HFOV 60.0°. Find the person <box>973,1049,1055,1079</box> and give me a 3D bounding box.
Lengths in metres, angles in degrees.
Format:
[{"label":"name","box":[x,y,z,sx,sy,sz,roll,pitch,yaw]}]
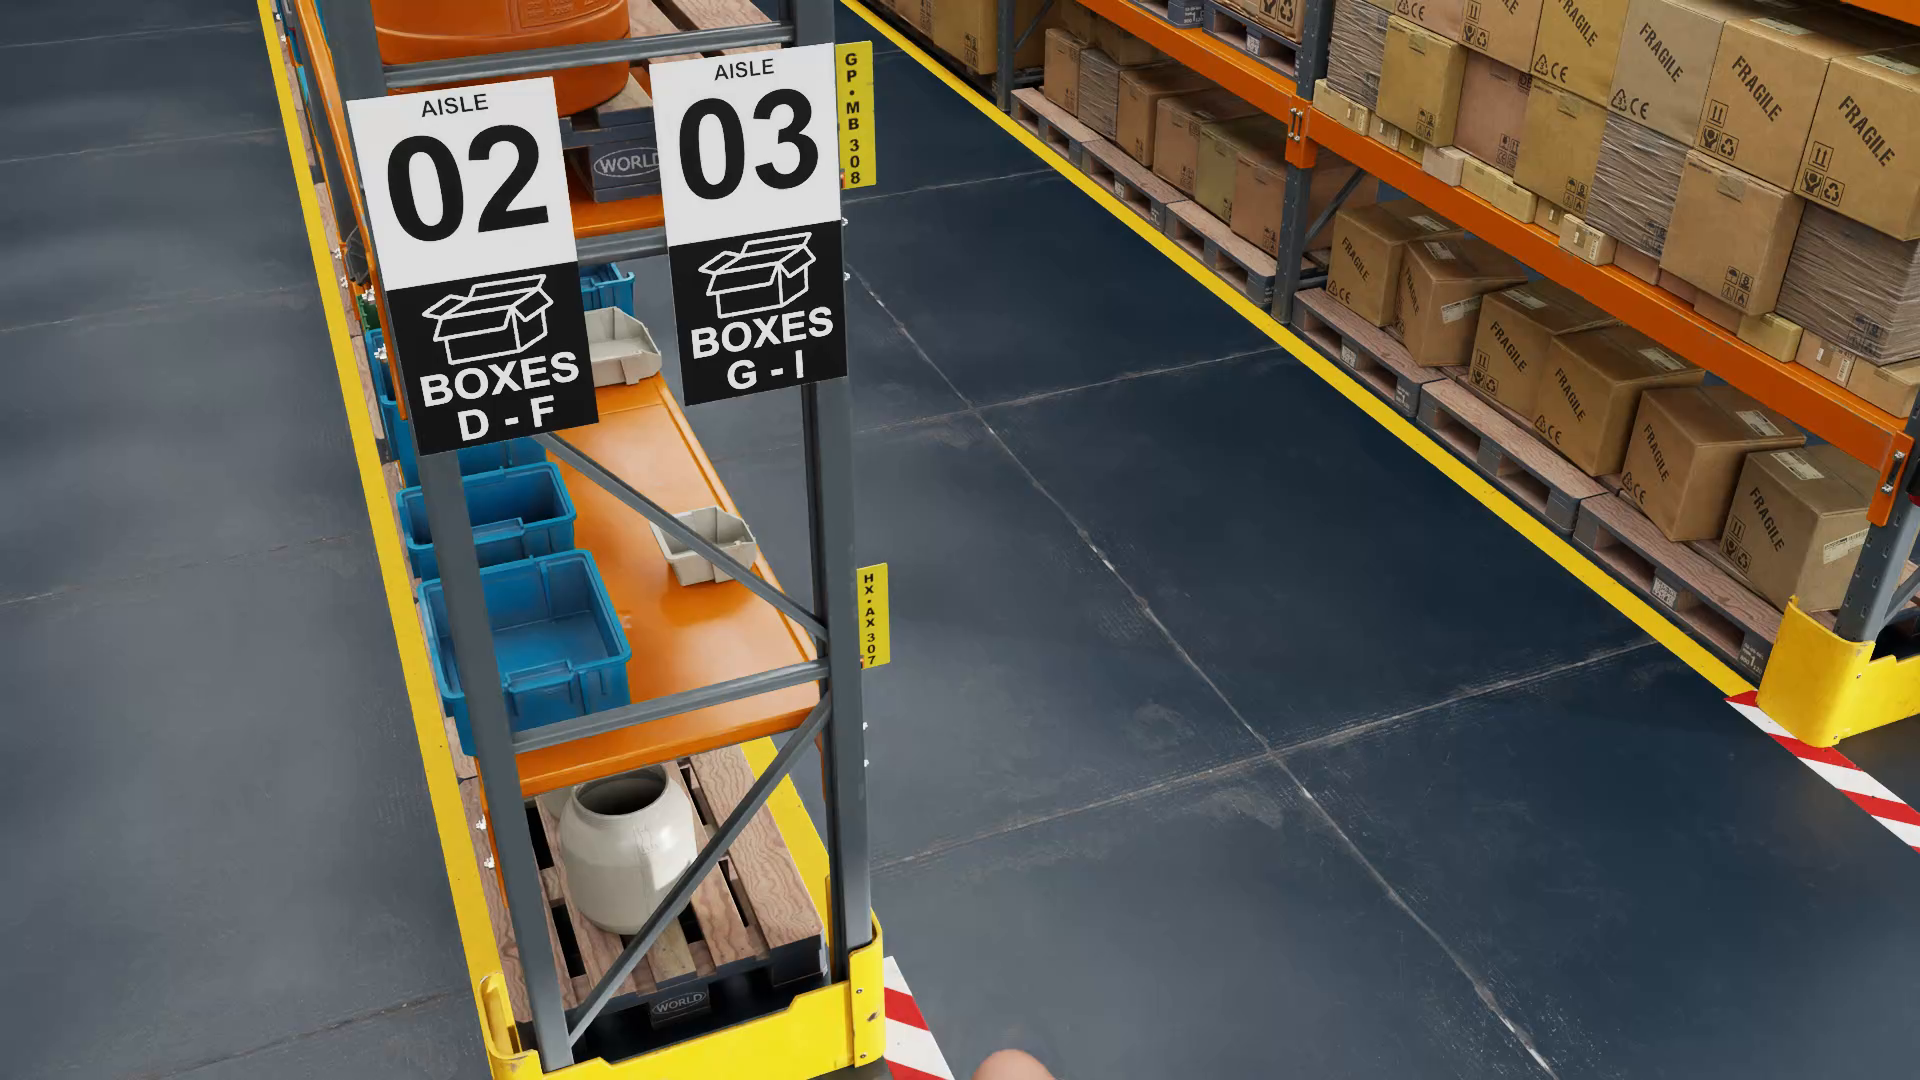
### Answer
[{"label":"person","box":[0.067,1.682,3.580,0.566,1.727,0.386,-10,34,-14]}]
